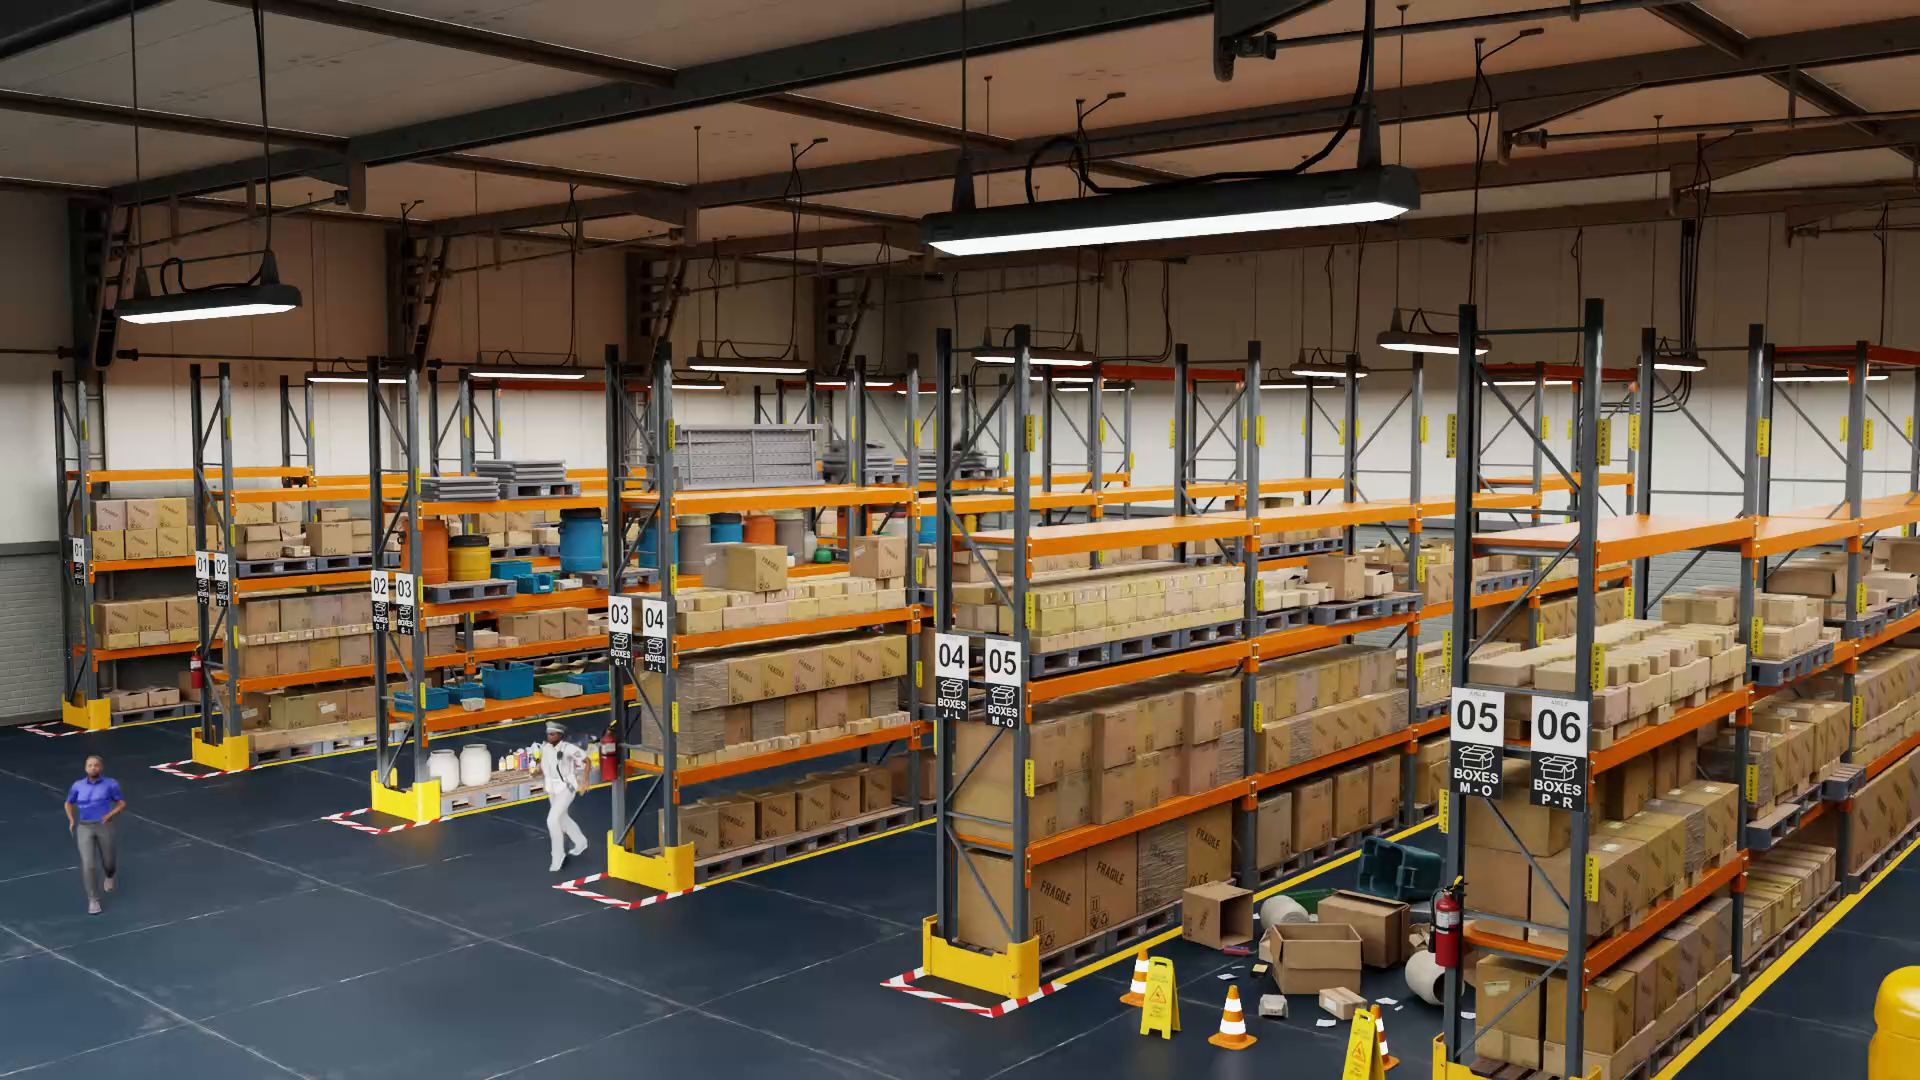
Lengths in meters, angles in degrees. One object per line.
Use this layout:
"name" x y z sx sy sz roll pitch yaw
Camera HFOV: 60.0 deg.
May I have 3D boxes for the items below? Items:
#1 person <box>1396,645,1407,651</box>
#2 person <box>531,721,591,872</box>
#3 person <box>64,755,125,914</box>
"person" 6.852 2.461 25.835 0.626 1.668 0.808 3 5 40
"person" -4.624 2.945 19.342 0.602 1.723 0.797 3 5 34
"person" -9.166 3.083 17.625 0.586 1.616 0.749 -2 4 -23
